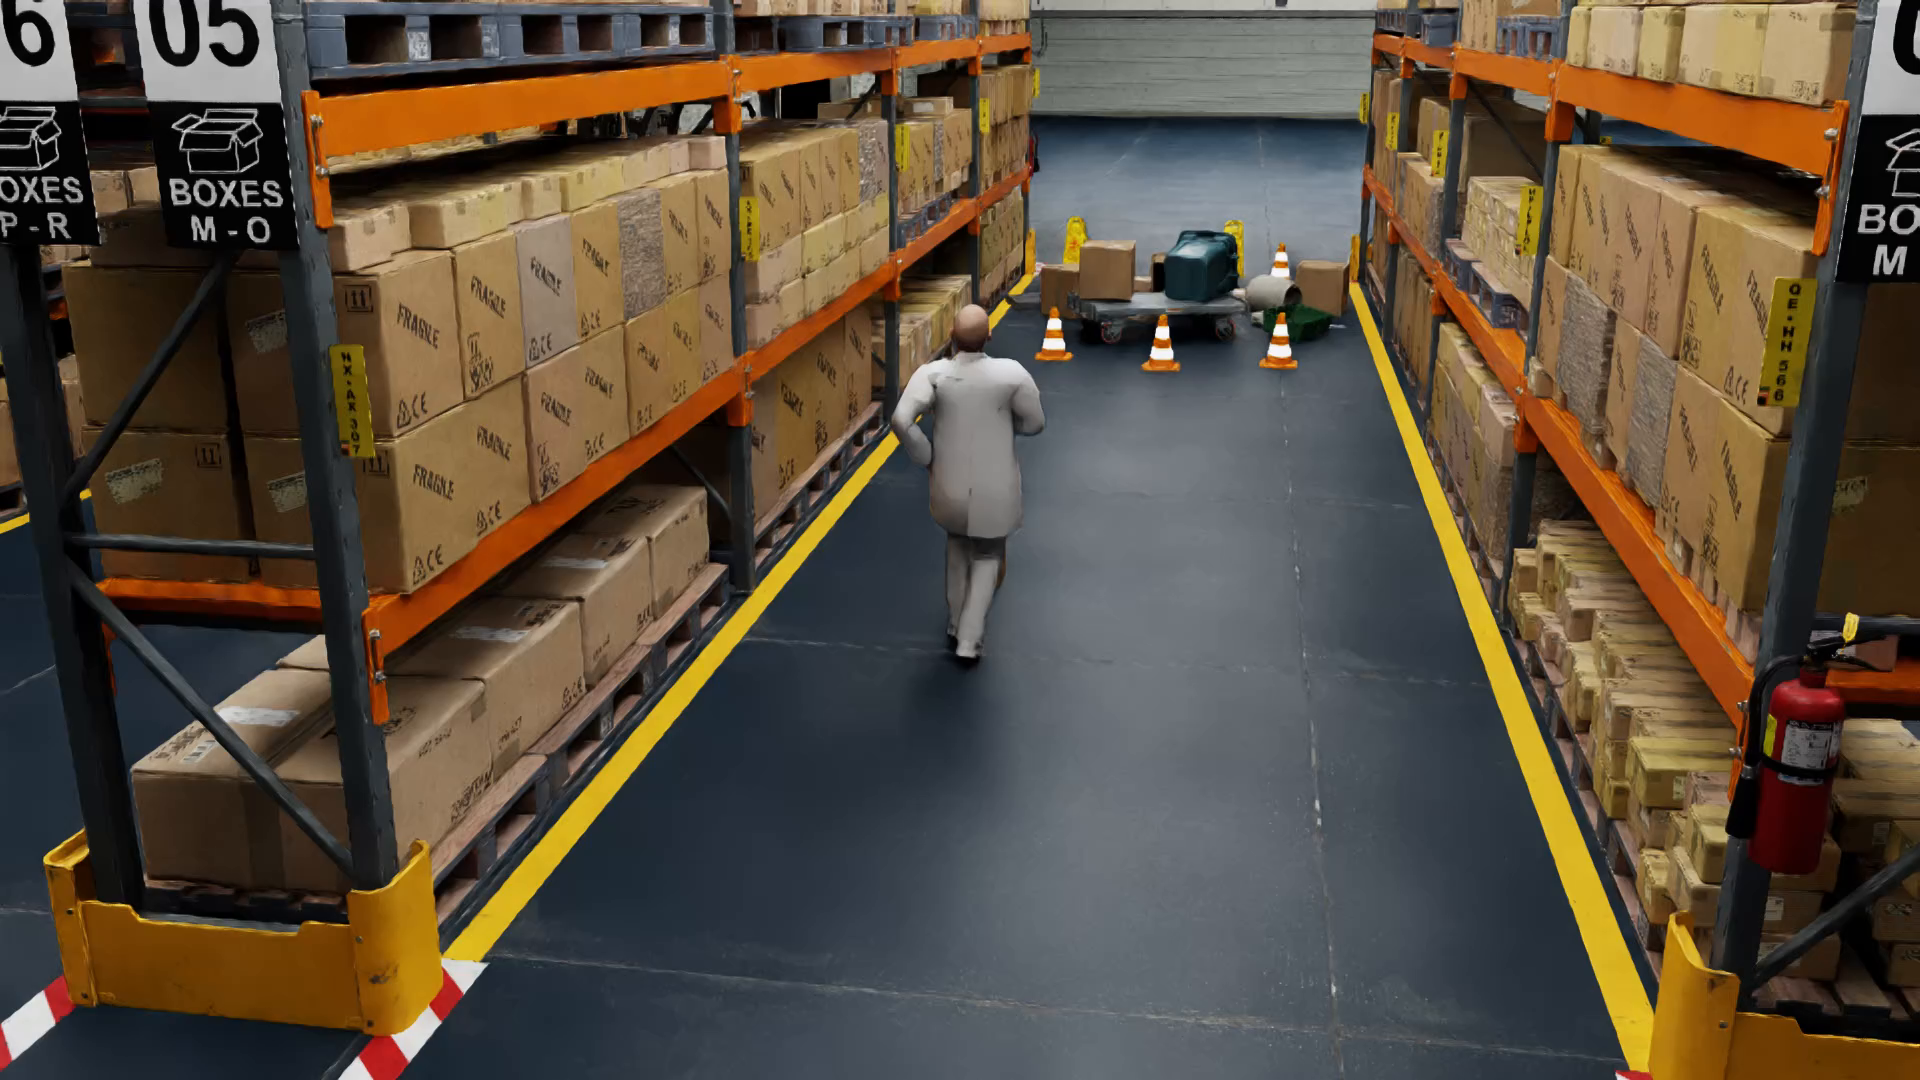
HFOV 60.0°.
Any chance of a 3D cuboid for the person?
[{"bbox_3d":[0.069,-0.268,8.007,0.685,1.777,0.733,3,18,9],"label":"person"}]
